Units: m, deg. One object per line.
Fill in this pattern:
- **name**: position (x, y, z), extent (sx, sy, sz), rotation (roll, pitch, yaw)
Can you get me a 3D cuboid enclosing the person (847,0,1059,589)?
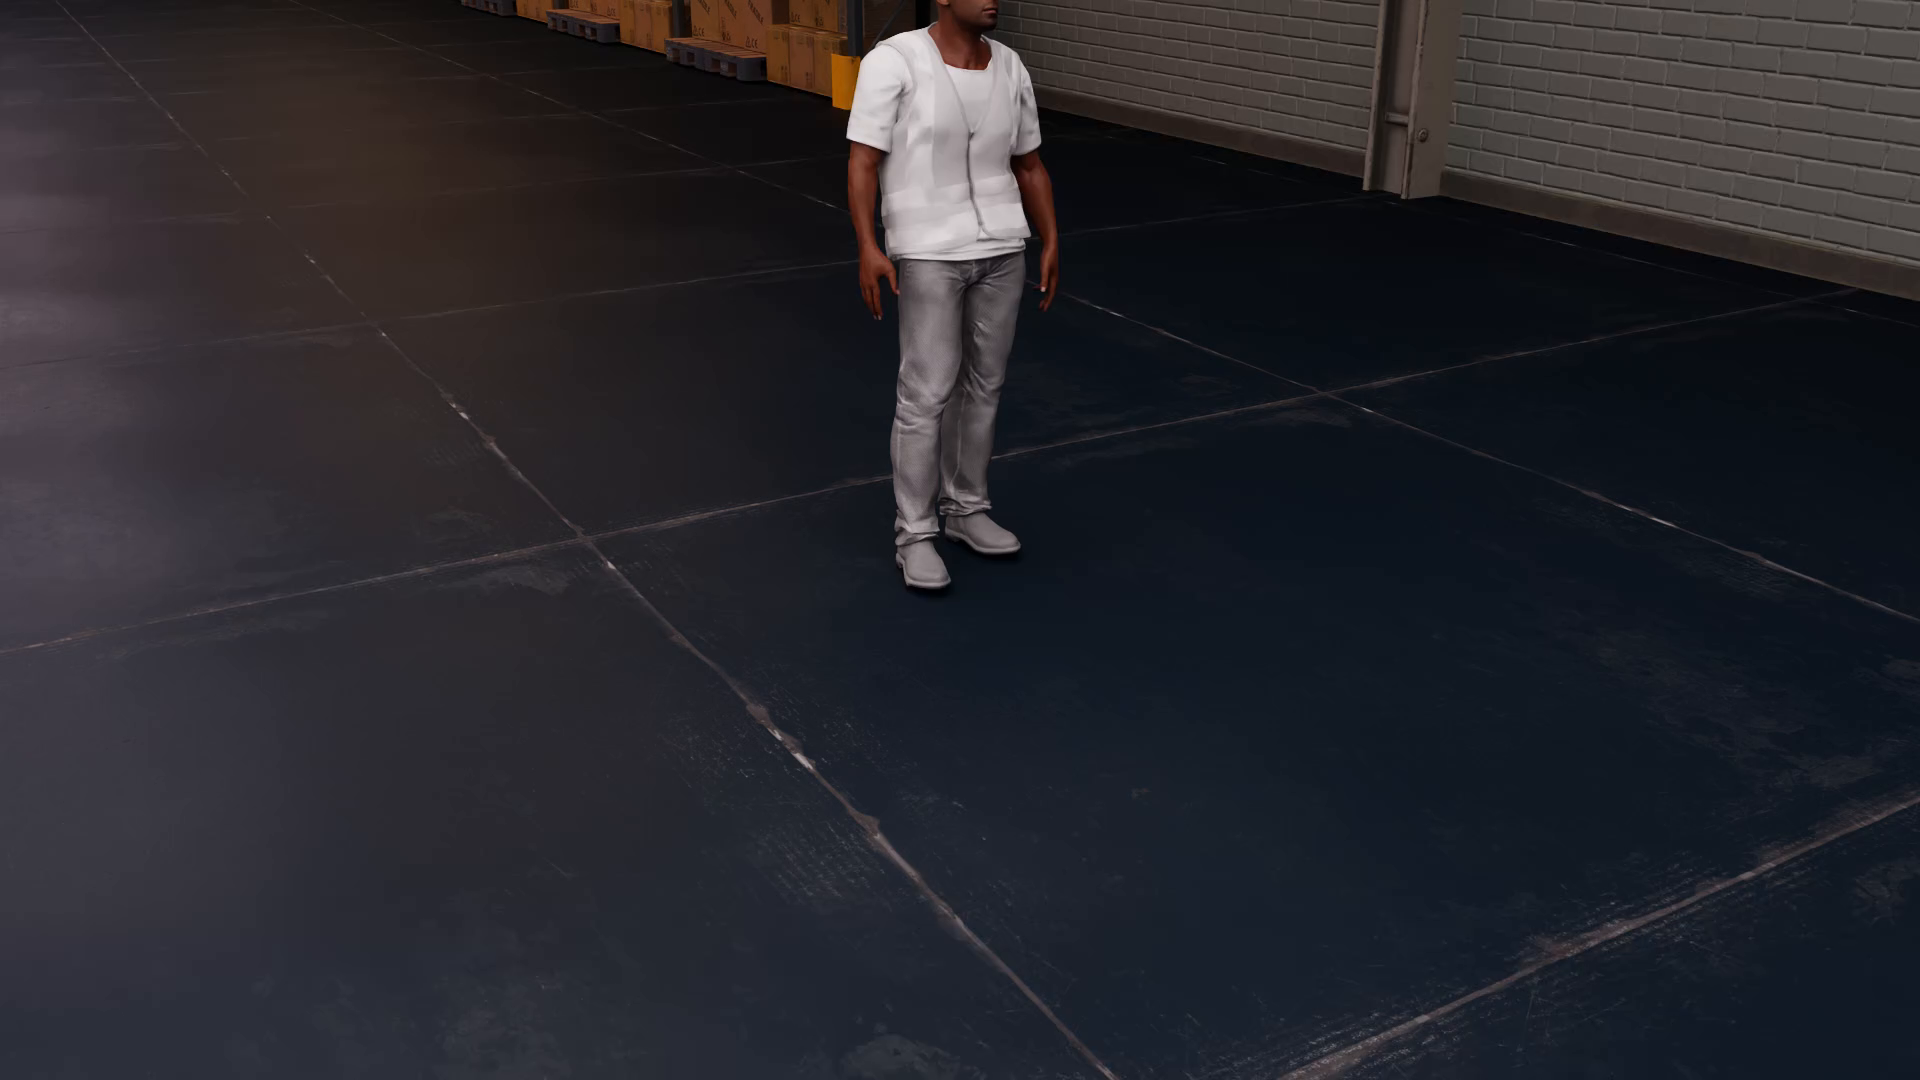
- **person**: position (0.029, -0.800, 4.738), extent (0.665, 1.765, 0.577), rotation (-12, 25, -28)
